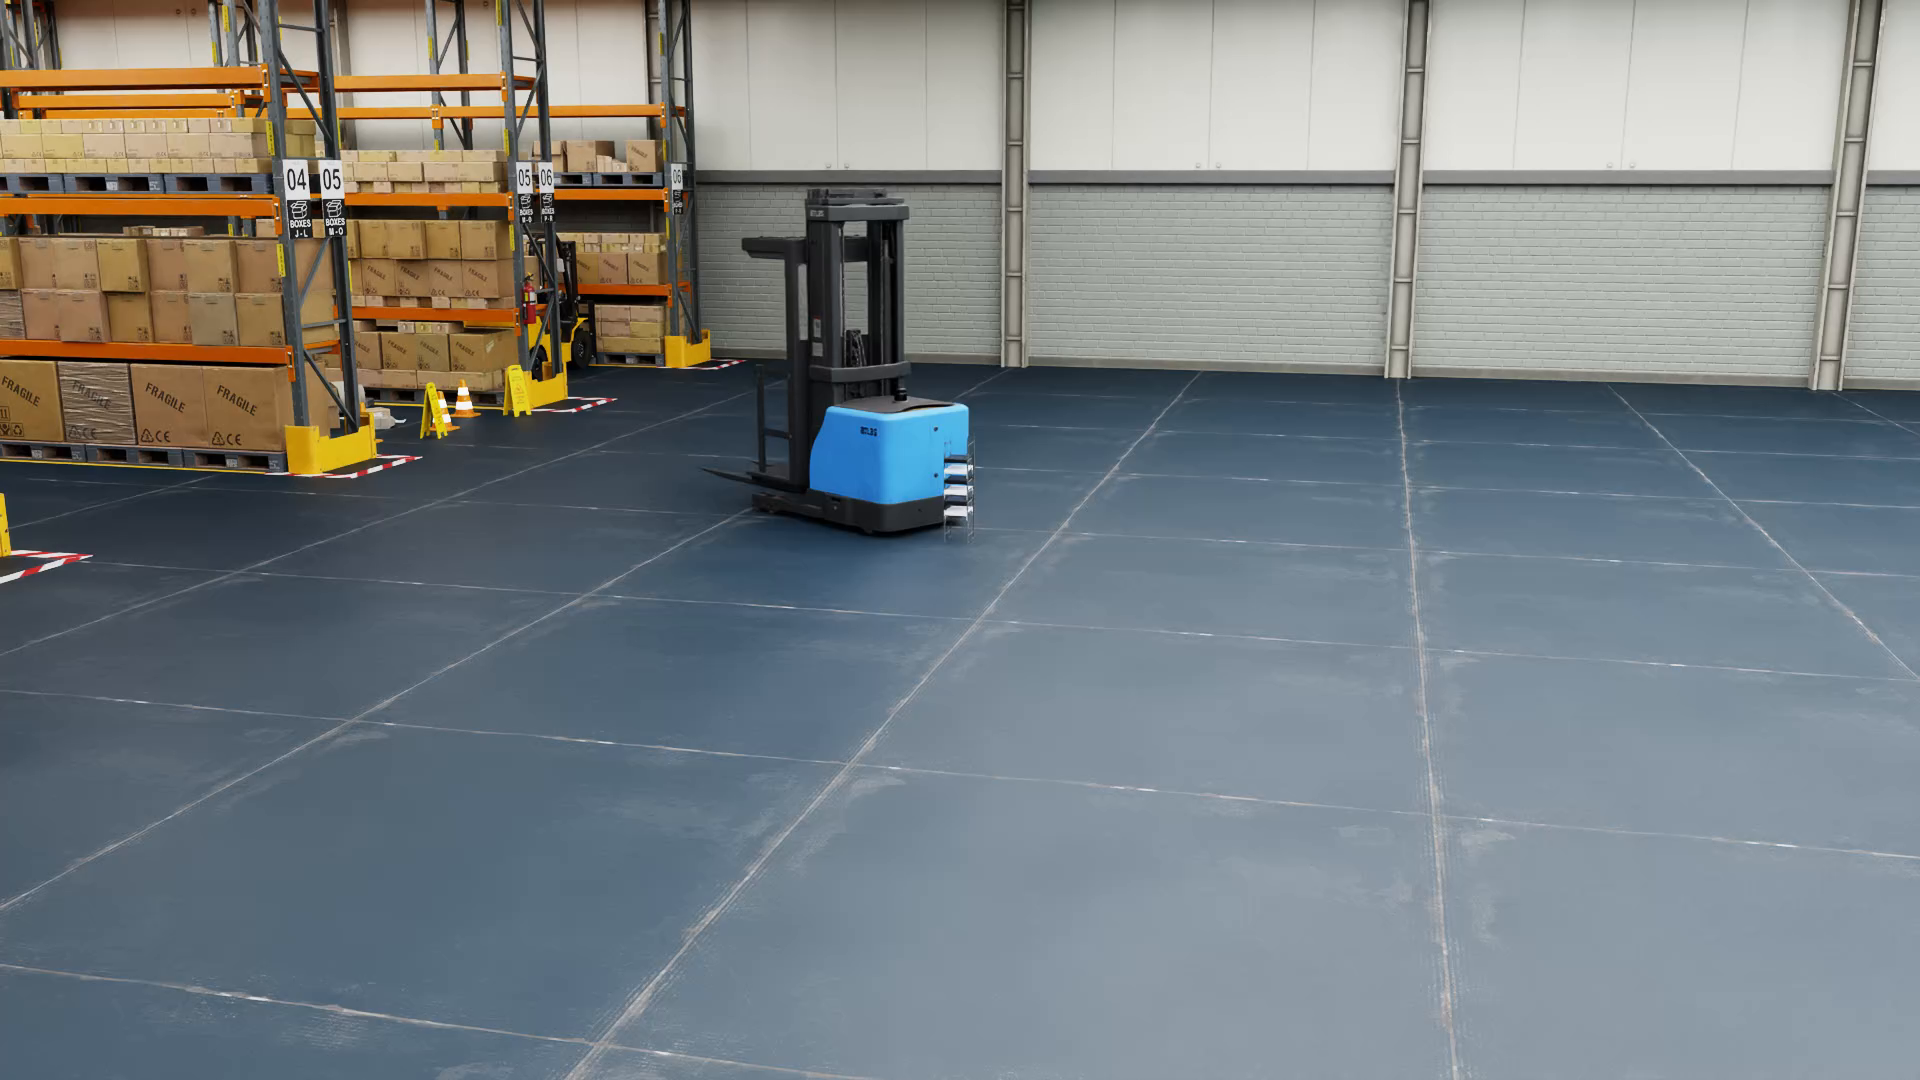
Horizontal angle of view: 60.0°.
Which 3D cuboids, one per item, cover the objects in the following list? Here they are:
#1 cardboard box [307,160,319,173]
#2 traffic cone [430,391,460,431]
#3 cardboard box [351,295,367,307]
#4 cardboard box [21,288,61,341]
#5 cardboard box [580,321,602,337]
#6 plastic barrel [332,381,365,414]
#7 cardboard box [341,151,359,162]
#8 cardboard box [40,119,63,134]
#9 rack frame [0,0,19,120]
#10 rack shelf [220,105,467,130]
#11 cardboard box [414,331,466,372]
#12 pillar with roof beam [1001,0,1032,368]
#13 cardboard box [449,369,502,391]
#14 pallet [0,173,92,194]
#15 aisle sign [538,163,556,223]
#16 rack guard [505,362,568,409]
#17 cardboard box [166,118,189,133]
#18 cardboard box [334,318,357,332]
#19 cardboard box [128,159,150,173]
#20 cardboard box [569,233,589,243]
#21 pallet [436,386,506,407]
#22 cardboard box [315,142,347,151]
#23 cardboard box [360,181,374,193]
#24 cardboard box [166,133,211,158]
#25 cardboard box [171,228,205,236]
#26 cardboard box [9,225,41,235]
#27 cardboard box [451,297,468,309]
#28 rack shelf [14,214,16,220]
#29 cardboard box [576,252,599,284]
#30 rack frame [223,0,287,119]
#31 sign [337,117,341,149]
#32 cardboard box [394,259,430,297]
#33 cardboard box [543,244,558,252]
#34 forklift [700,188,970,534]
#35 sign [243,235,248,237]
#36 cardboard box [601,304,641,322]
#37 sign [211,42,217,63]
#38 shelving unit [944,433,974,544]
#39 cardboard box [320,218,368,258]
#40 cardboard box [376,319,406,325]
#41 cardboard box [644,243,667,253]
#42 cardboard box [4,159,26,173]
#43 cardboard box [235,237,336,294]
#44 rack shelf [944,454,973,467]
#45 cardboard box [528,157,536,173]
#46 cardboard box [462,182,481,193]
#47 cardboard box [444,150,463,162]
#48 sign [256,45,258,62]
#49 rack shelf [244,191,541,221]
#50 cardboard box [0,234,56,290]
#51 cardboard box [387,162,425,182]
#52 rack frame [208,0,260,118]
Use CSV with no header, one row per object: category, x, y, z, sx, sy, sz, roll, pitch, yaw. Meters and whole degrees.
cardboard box,-7.009,-3.955,17.587,0.250,0.149,0.380,3,13,14
traffic cone,-6.327,-1.581,20.293,0.334,0.463,0.336,3,13,14
cardboard box,-8.080,-3.253,22.549,0.250,0.149,0.380,3,13,14
cardboard box,-9.736,-2.514,18.294,0.550,0.550,0.875,3,13,14
cardboard box,-6.017,-3.481,27.222,0.500,0.250,0.500,3,13,12
plastic barrel,-8.033,-1.851,21.600,0.512,0.421,0.421,-9,15,-35
cardboard box,-8.043,-5.118,22.188,0.250,0.149,0.380,3,13,13
cardboard box,-9.374,-4.323,17.408,0.250,0.149,0.380,3,13,14
rack frame,-10.636,-5.410,17.843,0.127,3.000,1.000,3,13,14
rack shelf,-10.304,-7.058,27.853,4.000,0.370,1.077,3,13,14
cardboard box,-7.013,-2.562,22.503,0.500,0.500,0.500,4,13,16
pillar with roof beam,-0.145,-6.302,21.862,0.400,9.000,9.100,3,13,14
cardboard box,-6.537,-2.169,22.464,0.500,0.250,0.500,3,13,13
pallet,-9.844,-3.858,17.976,1.213,0.211,1.003,3,13,14
aisle sign,-5.530,-4.651,22.270,0.004,0.787,0.394,3,13,14
rack guard,-5.739,-2.104,22.561,0.348,0.500,1.175,3,13,14
cardboard box,-7.904,-4.244,17.053,0.250,0.149,0.380,3,13,14
cardboard box,-8.434,-2.940,22.710,0.250,0.149,0.380,4,13,16
cardboard box,-8.390,-3.881,17.257,0.250,0.149,0.380,3,13,14
cardboard box,-6.141,-4.894,26.952,0.250,0.149,0.380,3,13,15
pallet,-6.519,-2.012,22.816,1.213,0.211,1.003,3,13,14
cardboard box,-10.613,-6.405,27.819,0.500,0.500,0.500,3,13,15
cardboard box,-7.805,-4.721,22.243,0.250,0.149,0.380,3,13,14
cardboard box,-7.780,-4.057,17.127,0.500,0.250,0.500,3,13,14
cardboard box,-10.723,-4.253,23.092,0.250,0.149,0.380,3,13,12
cardboard box,-13.852,-4.349,24.372,0.500,0.500,0.500,3,13,12
cardboard box,-6.596,-3.179,22.219,0.250,0.149,0.380,3,13,13
rack shelf,-12.578,-3.698,18.714,4.000,0.370,1.077,3,13,14
cardboard box,-6.019,-4.438,27.083,0.500,0.500,0.500,3,13,12
rack frame,-9.548,-6.456,22.558,0.127,3.000,1.000,3,13,14
sign,-6.614,-4.320,17.654,0.005,0.325,0.100,3,13,14
cardboard box,-7.228,-3.538,22.337,0.500,0.500,0.500,3,13,13
cardboard box,-6.620,-4.781,27.128,0.250,0.149,0.380,3,13,12
forklift,-1.285,-1.736,15.290,1.130,2.935,3.031,-12,17,-42
sign,-9.678,-3.976,22.556,0.005,0.325,0.100,3,13,14
cardboard box,-5.498,-3.698,27.048,0.500,0.250,0.500,3,13,15
sign,-12.367,-8.088,27.573,0.005,0.325,0.100,3,13,14
shelving unit,-0.008,-0.440,14.138,0.210,0.900,0.258,3,13,14
cardboard box,-8.201,-4.078,22.465,0.500,0.500,0.700,3,13,12
cardboard box,-9.624,-3.684,28.426,0.625,0.625,0.875,3,13,13
cardboard box,-4.883,-4.689,26.712,0.250,0.149,0.380,3,13,14
cardboard box,-9.870,-3.960,17.613,0.250,0.149,0.380,3,13,13
cardboard box,-7.104,-2.902,17.547,0.550,0.550,0.875,3,13,14
rack shelf,-0.008,-0.671,14.087,0.200,0.077,0.258,3,13,14
cardboard box,-6.994,-6.083,26.912,0.258,0.266,0.396,3,13,12
cardboard box,-6.328,-4.627,21.820,0.250,0.149,0.380,3,13,14
cardboard box,-6.557,-5.037,21.827,0.250,0.149,0.380,3,13,13
sign,-12.117,-8.358,28.608,0.005,0.325,0.100,3,13,14
rack shelf,-7.607,-4.537,22.493,4.000,0.370,1.077,3,13,14
cardboard box,-10.286,-3.055,18.241,0.550,0.550,0.875,3,13,14
cardboard box,-7.219,-4.879,22.032,0.500,0.250,0.500,3,13,15
rack frame,-12.246,-7.708,28.199,0.127,3.000,1.000,3,13,14
